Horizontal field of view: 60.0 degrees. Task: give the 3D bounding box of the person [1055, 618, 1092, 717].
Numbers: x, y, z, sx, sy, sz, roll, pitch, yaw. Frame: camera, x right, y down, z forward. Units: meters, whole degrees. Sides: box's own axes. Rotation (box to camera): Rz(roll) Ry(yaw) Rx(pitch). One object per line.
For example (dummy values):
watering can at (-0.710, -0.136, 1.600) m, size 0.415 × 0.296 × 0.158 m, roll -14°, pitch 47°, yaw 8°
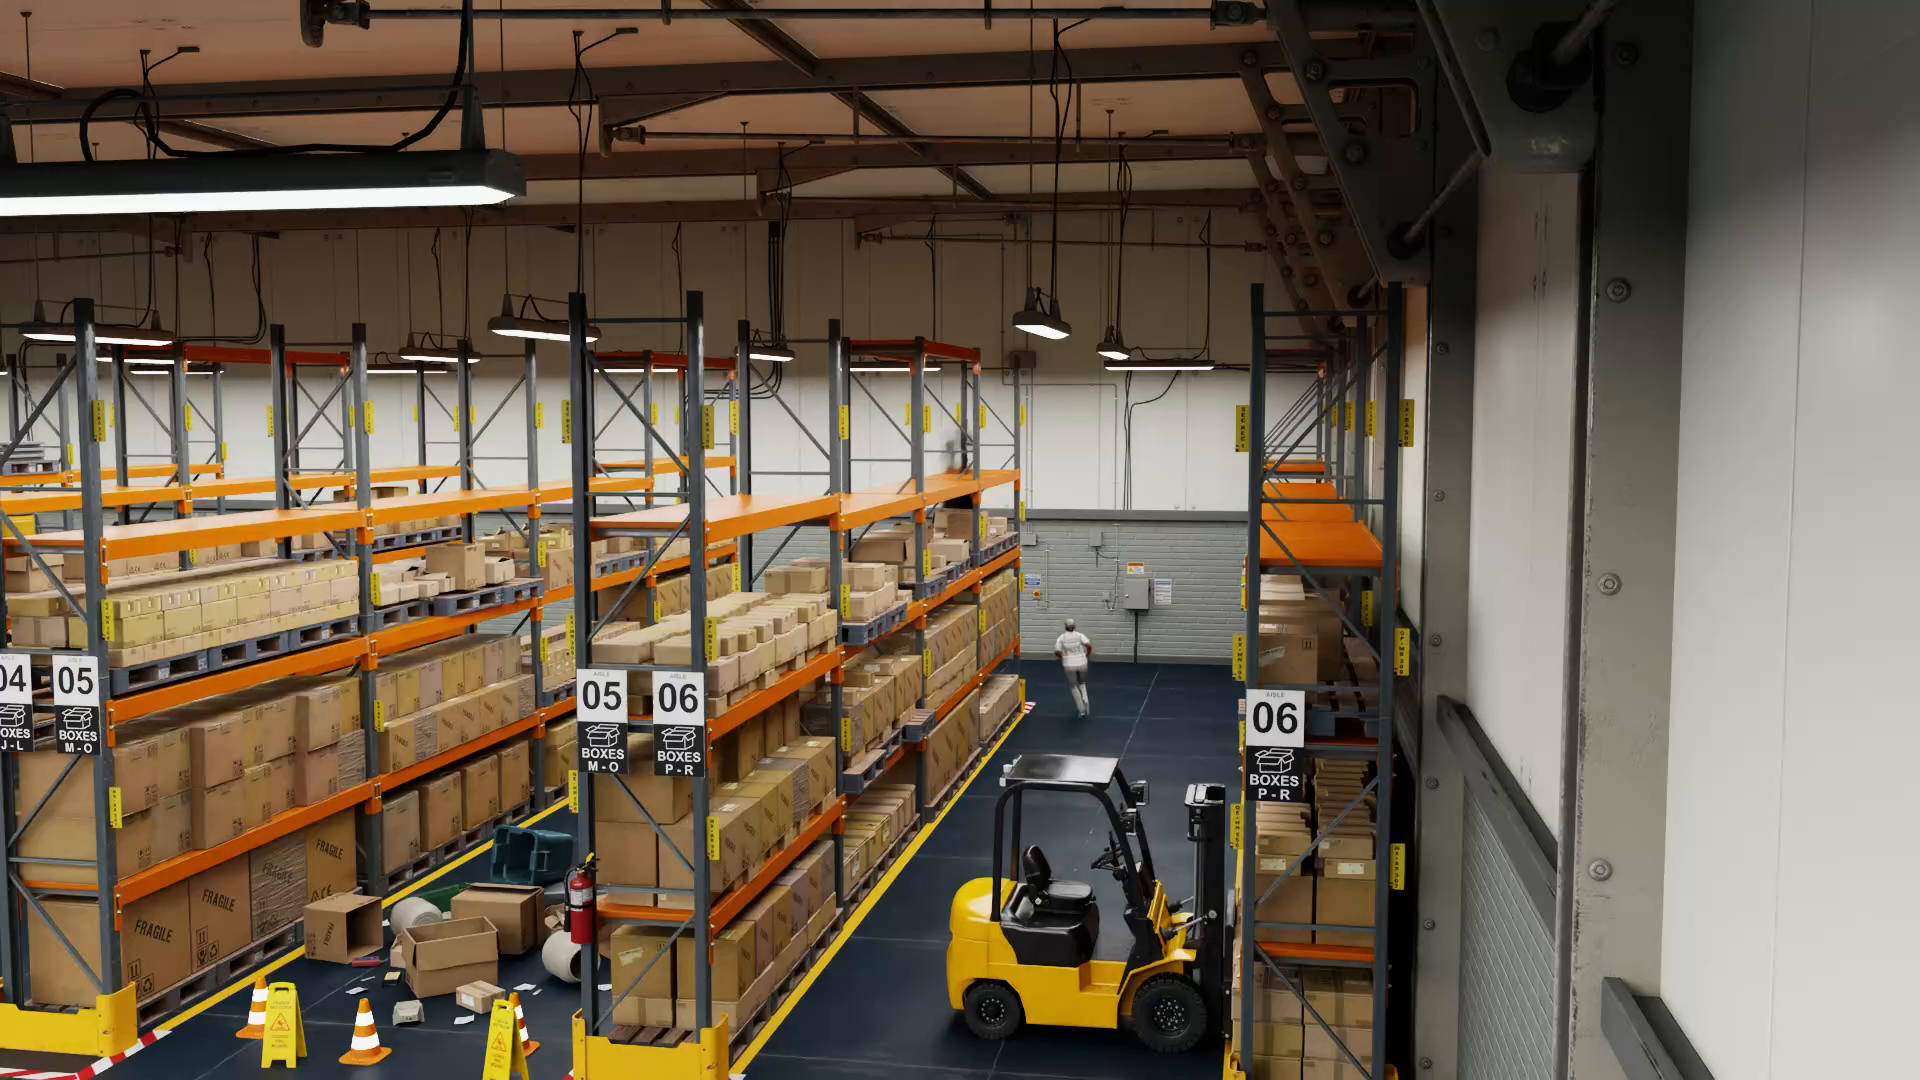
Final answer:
person at (1.875, 2.133, 27.687) m, size 0.585 × 1.658 × 0.588 m, roll -1°, pitch 5°, yaw -8°
